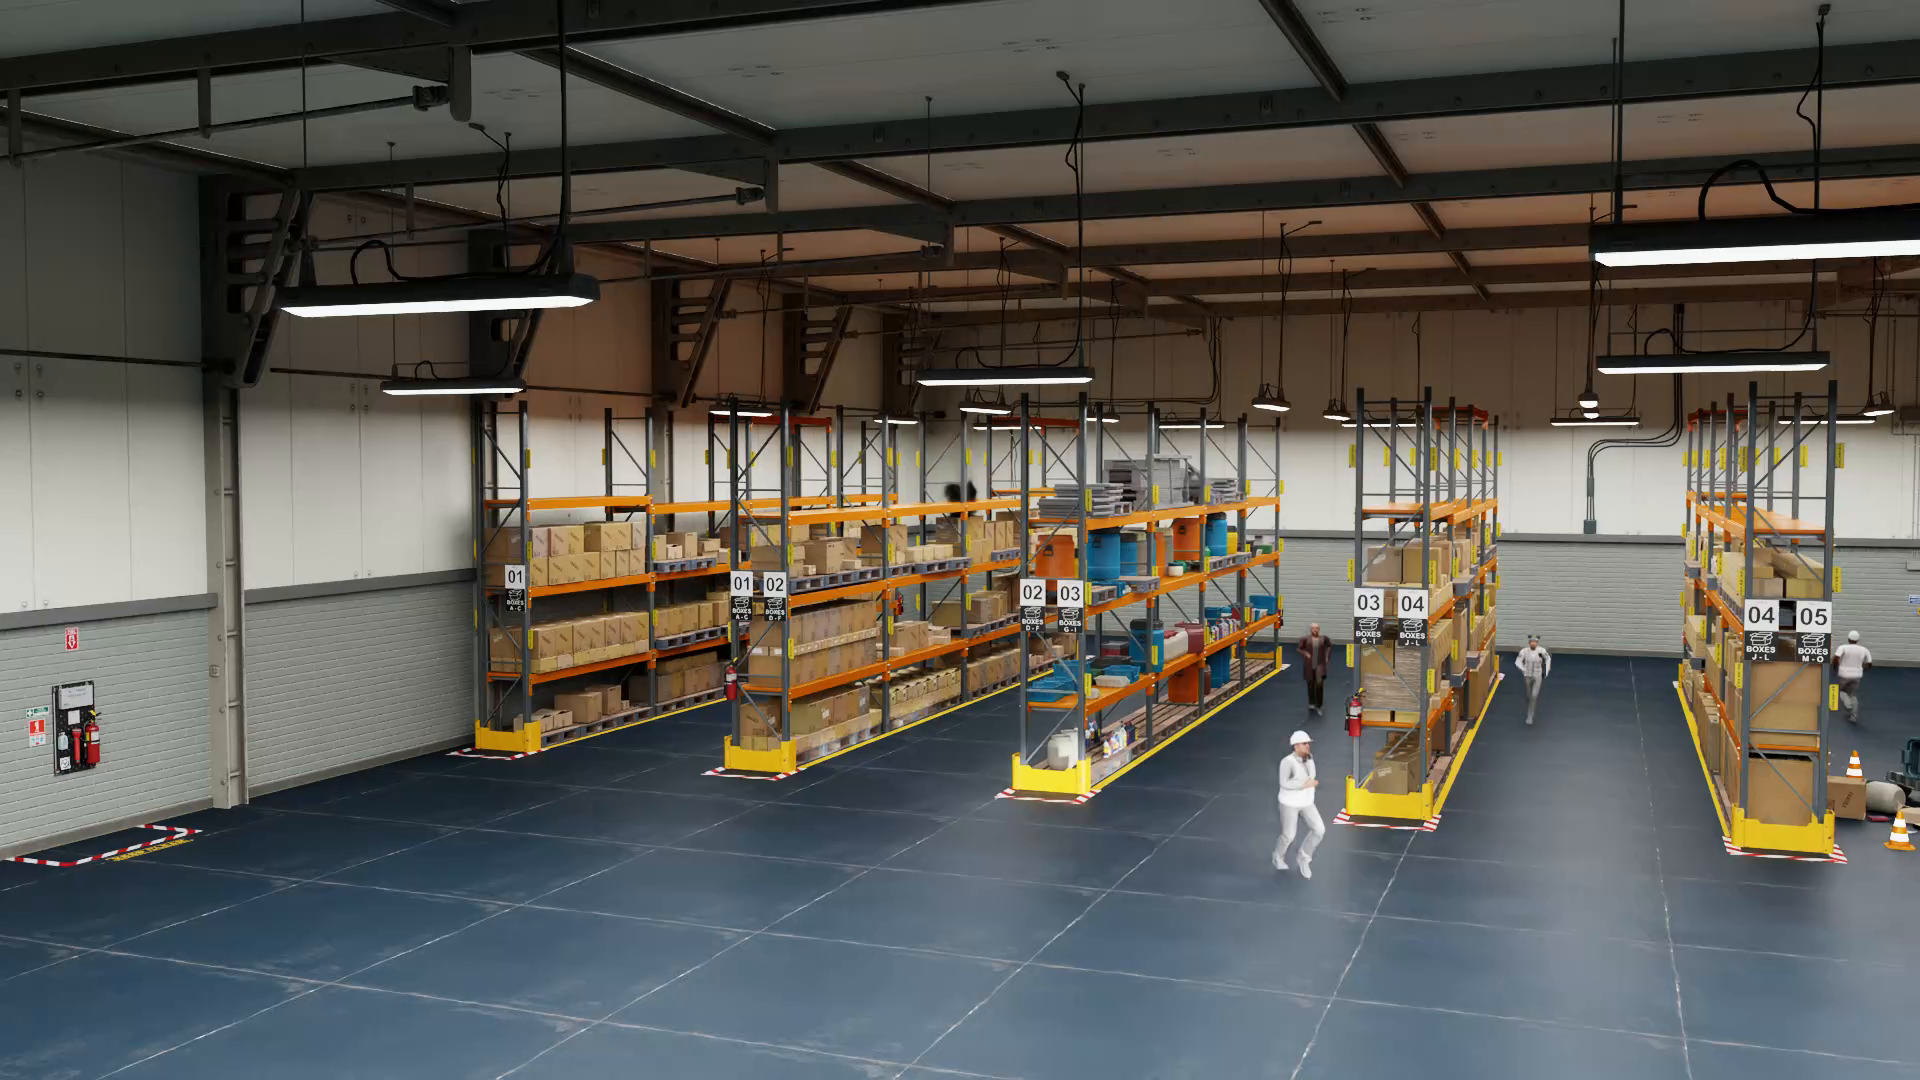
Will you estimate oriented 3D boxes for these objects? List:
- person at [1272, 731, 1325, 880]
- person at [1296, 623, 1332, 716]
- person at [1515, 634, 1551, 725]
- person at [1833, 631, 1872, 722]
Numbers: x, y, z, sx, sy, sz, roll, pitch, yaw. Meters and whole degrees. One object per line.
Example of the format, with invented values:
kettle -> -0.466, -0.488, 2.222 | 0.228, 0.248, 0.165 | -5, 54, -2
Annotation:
person -> 4.035, 3.151, 19.870 | 0.681, 1.773, 0.813 | -2, 3, -33
person -> 6.951, 2.534, 32.703 | 0.680, 1.827, 0.832 | 1, 3, 13
person -> 10.932, 2.621, 31.737 | 0.638, 1.690, 0.965 | 1, 3, 21
person -> 17.023, 2.589, 31.814 | 0.704, 1.721, 0.555 | 1, 3, 14
